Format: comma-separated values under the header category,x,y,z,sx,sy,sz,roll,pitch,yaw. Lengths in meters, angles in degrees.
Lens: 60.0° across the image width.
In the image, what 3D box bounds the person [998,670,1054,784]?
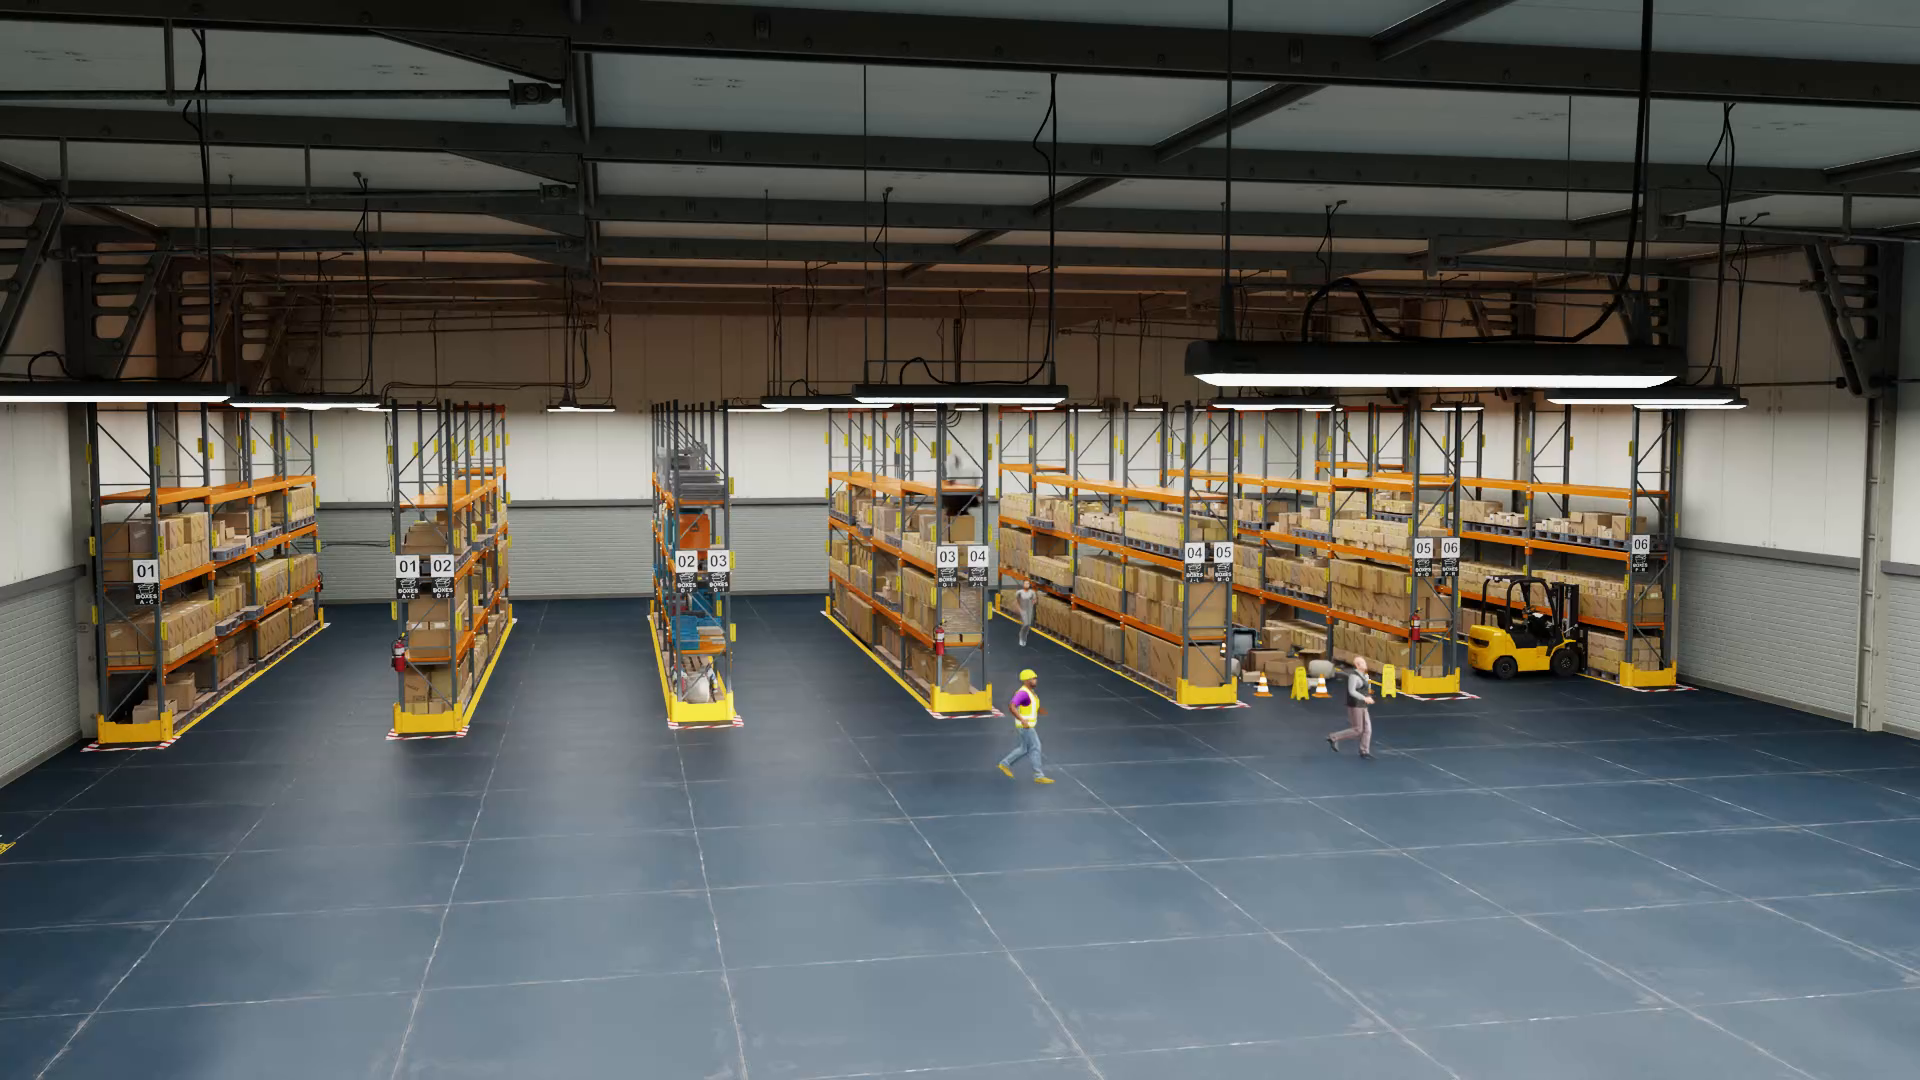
category,x,y,z,sx,sy,sz,roll,pitch,yaw
person,1.024,2.881,25.785,0.900,1.760,0.718,1,4,8

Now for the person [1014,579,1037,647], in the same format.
category,x,y,z,sx,sy,sz,roll,pitch,yaw
person,1.644,1.804,41.093,0.540,1.674,0.669,-1,4,-15

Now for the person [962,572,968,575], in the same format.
category,x,y,z,sx,sy,sz,roll,pitch,yaw
person,0.036,1.336,47.556,0.640,1.611,0.844,0,4,-6

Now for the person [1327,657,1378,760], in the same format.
category,x,y,z,sx,sy,sz,roll,pitch,yaw
person,6.570,2.797,27.713,0.821,1.720,0.668,2,5,24
